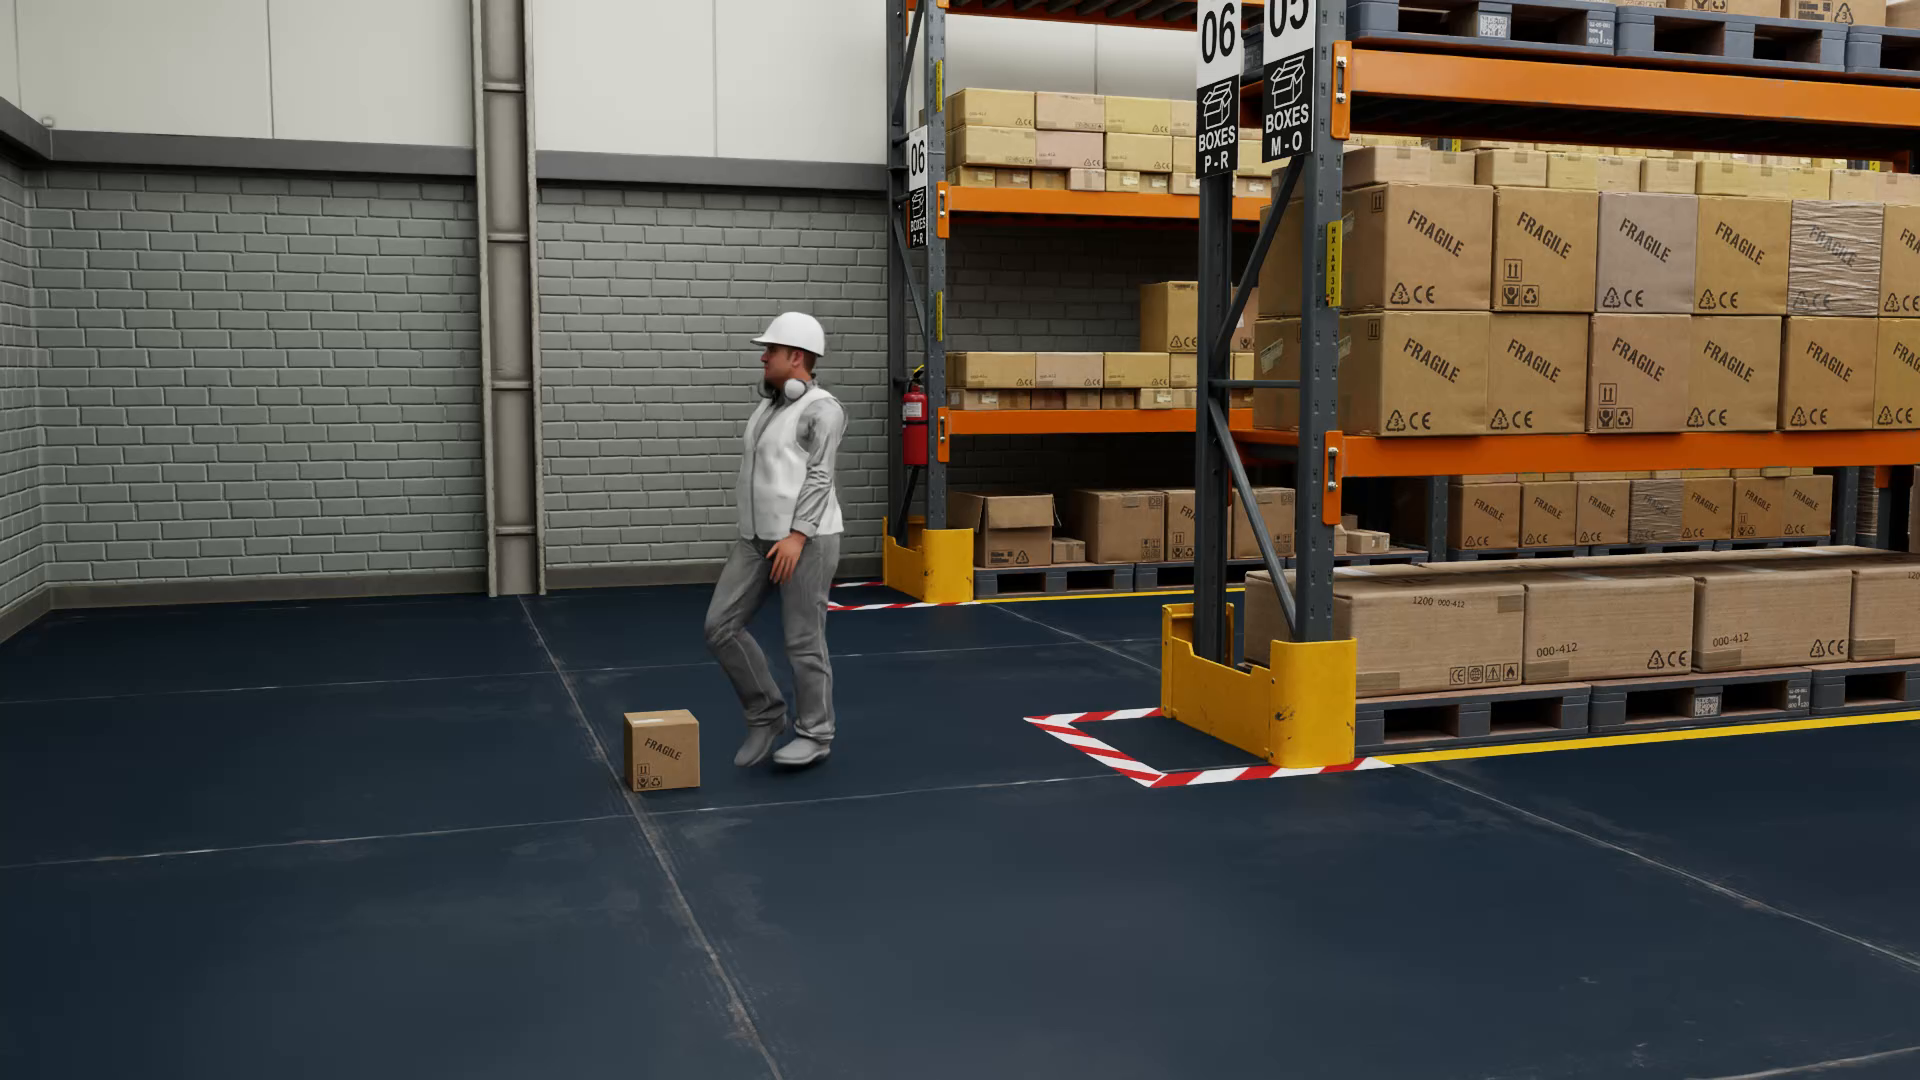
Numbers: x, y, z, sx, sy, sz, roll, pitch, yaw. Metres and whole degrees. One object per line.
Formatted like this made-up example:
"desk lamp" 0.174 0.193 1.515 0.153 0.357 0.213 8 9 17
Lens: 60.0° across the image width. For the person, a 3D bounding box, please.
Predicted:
"person" -0.710 0.020 6.502 0.551 1.809 0.483 5 8 43
